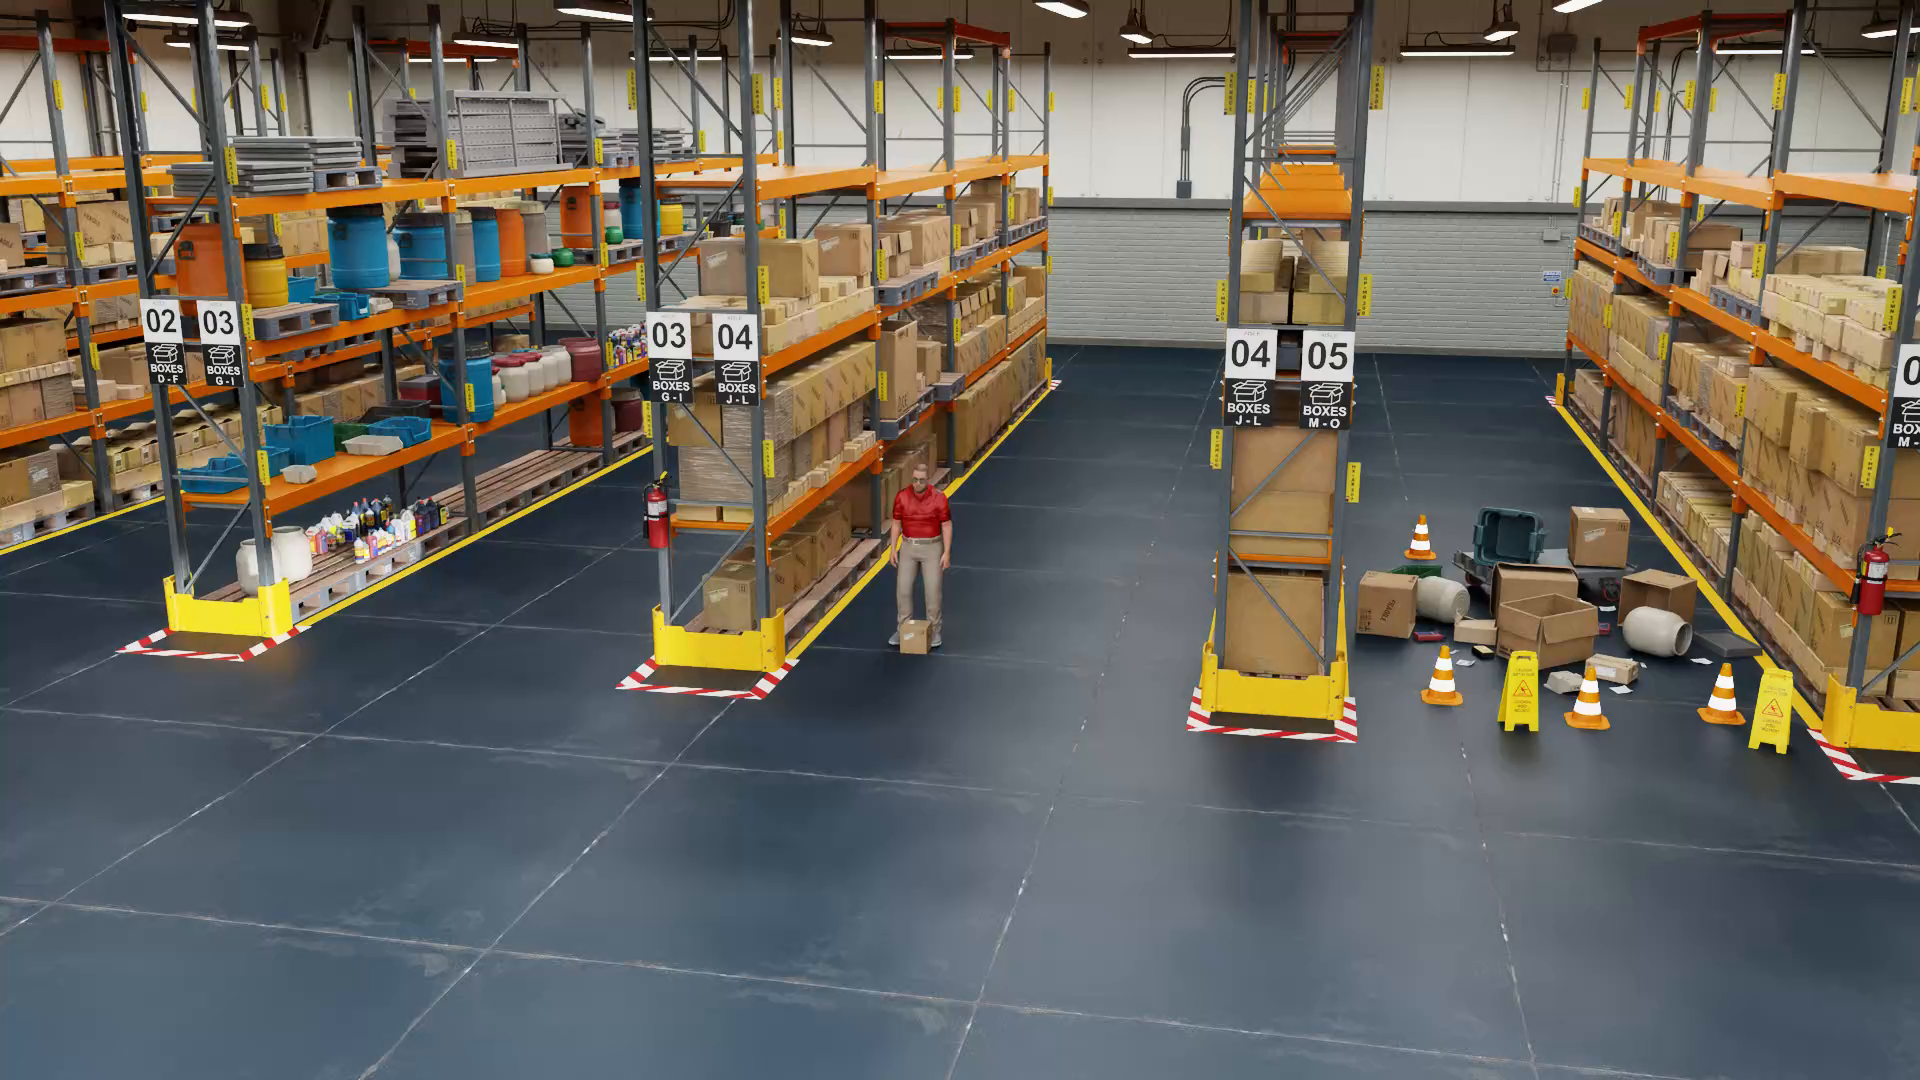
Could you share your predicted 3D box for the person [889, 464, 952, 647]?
[{"bbox_3d":[-0.368,0.124,15.557,0.585,1.727,0.392,3,15,11],"label":"person"}]
